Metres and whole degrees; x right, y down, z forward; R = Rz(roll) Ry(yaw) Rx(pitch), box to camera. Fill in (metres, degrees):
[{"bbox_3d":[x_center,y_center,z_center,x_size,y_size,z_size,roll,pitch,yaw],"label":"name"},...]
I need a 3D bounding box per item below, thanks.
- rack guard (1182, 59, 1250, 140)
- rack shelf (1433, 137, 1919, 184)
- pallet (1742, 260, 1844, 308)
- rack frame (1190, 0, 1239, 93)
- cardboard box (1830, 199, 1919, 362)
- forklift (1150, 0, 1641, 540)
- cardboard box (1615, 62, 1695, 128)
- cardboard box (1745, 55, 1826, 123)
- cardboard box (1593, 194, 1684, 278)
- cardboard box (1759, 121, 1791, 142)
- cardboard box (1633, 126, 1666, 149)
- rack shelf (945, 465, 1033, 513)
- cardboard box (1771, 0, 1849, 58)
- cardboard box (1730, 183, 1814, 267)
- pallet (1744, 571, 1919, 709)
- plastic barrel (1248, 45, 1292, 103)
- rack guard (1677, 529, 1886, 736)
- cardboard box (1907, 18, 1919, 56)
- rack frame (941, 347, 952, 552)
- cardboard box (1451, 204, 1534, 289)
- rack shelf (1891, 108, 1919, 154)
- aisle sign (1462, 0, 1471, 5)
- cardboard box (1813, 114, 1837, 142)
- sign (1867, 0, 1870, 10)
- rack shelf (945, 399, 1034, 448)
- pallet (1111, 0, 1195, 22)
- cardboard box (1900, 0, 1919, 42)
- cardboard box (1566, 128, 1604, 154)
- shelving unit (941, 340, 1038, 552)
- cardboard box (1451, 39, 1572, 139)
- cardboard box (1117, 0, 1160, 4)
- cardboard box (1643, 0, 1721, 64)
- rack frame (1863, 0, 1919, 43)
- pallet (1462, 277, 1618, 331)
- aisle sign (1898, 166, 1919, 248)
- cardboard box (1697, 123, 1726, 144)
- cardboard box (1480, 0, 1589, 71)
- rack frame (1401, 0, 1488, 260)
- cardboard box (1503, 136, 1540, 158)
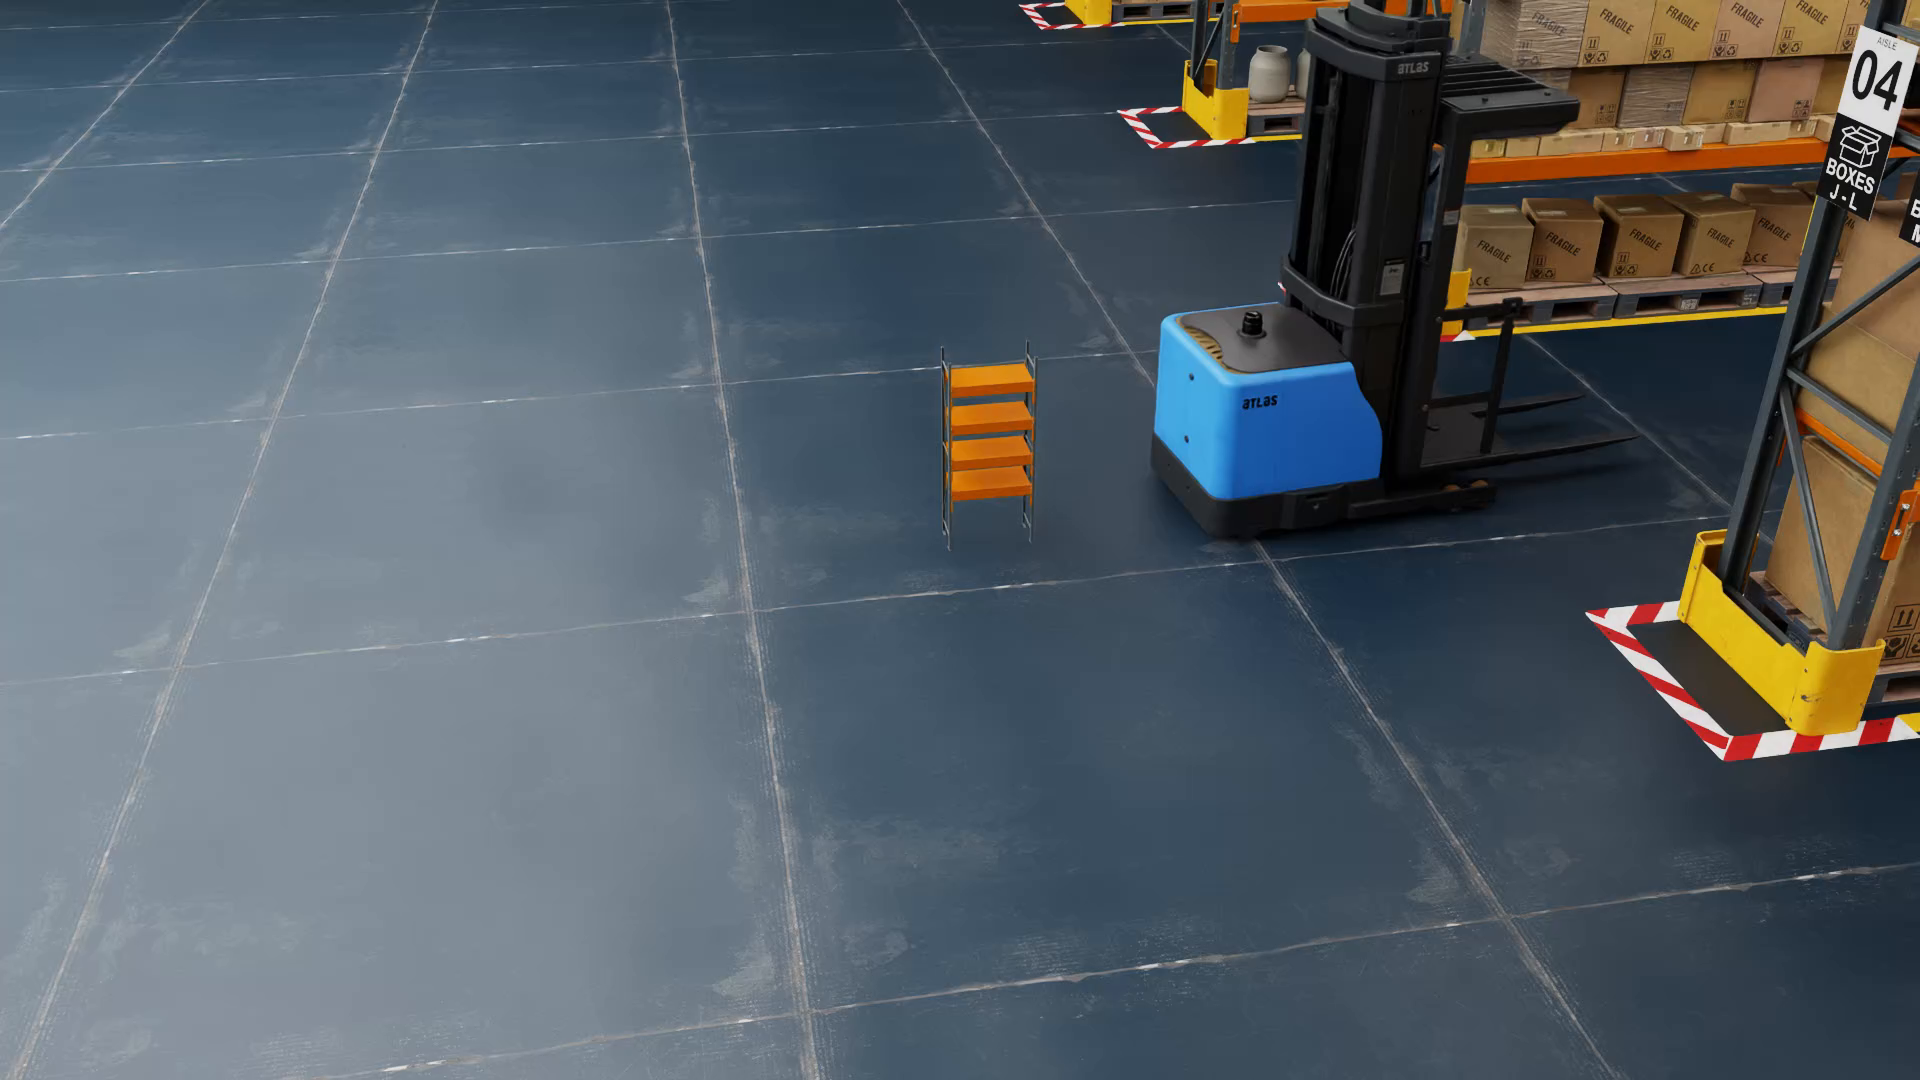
[{"bbox_3d":[2.616,-4.531,17.077,0.348,0.500,1.175,-5,31,-9],"label":"rack guard"},{"bbox_3d":[5.409,-2.981,12.685,4.000,0.370,1.077,-5,31,-9],"label":"rack shelf"},{"bbox_3d":[6.722,-2.193,13.386,1.213,0.211,1.003,-5,31,-9],"label":"pallet"},{"bbox_3d":[2.549,-5.578,16.392,0.127,3.000,1.000,-5,31,-9],"label":"rack frame"},{"bbox_3d":[4.607,-1.171,7.684,0.550,0.550,0.875,-5,31,-9],"label":"cardboard box"},{"bbox_3d":[2.778,-1.680,9.830,3.031,2.935,1.130,-9,32,-14],"label":"forklift"},{"bbox_3d":[4.957,-3.446,12.374,0.500,0.500,0.875,-5,31,-9],"label":"cardboard box"},{"bbox_3d":[5.950,-3.511,12.484,0.500,0.500,0.875,-5,31,-9],"label":"cardboard box"},{"bbox_3d":[5.260,-2.380,13.005,0.500,0.500,0.500,-3,31,-4],"label":"cardboard box"},{"bbox_3d":[5.979,-3.110,12.442,0.250,0.149,0.380,-5,31,-9],"label":"cardboard box"},{"bbox_3d":[4.993,-3.025,12.298,0.250,0.149,0.380,-5,31,-9],"label":"cardboard box"},{"bbox_3d":[0.163,-0.303,9.721,0.480,0.148,0.258,-5,31,-9],"label":"rack shelf"},{"bbox_3d":[5.999,-3.807,12.000,0.500,0.500,0.500,-5,31,-9],"label":"cardboard box"},{"bbox_3d":[6.413,-2.505,13.217,0.500,0.500,0.500,4,31,7],"label":"cardboard box"},{"bbox_3d":[5.008,0.464,8.868,1.213,0.211,1.003,-5,31,-9],"label":"pallet"},{"bbox_3d":[3.183,-4.785,17.083,0.421,0.512,0.421,0,30,0],"label":"plastic barrel"},{"bbox_3d":[4.212,0.453,8.601,0.348,0.500,1.175,-5,31,-9],"label":"rack guard"},{"bbox_3d":[4.501,-2.235,7.481,0.250,0.149,0.380,-5,31,-9],"label":"cardboard box"},{"bbox_3d":[-0.077,-0.510,9.548,0.015,1.200,0.240,-5,31,-9],"label":"rack frame"},{"bbox_3d":[4.059,-2.261,12.802,0.500,0.500,0.500,0,30,0],"label":"cardboard box"},{"bbox_3d":[6.203,-1.792,7.703,4.000,0.370,1.077,-5,31,-9],"label":"rack shelf"},{"bbox_3d":[3.435,-4.074,11.269,0.004,0.787,0.394,-5,31,-9],"label":"aisle sign"},{"bbox_3d":[6.487,-3.110,12.442,0.250,0.149,0.380,-5,31,-9],"label":"cardboard box"},{"bbox_3d":[4.151,-2.539,7.468,0.005,0.325,0.100,-5,31,-9],"label":"sign"},{"bbox_3d":[0.163,-0.667,9.507,0.480,0.148,0.258,-5,31,-9],"label":"rack shelf"},{"bbox_3d":[2.406,-6.937,21.453,1.213,0.211,1.003,-5,31,-9],"label":"pallet"},{"bbox_3d":[6.983,-3.898,12.156,0.500,0.500,0.500,-5,31,-9],"label":"cardboard box"},{"bbox_3d":[4.505,-2.969,12.203,0.250,0.149,0.380,-5,31,-9],"label":"cardboard box"},{"bbox_3d":[0.163,-0.532,9.586,0.503,1.200,0.258,-5,31,-9],"label":"shelving unit"},{"bbox_3d":[3.987,-3.317,12.153,0.500,0.500,0.875,-5,31,-9],"label":"cardboard box"},{"bbox_3d":[2.228,-6.982,21.078,0.500,0.250,0.500,-5,31,-9],"label":"cardboard box"},{"bbox_3d":[5.016,-3.714,11.843,0.500,0.500,0.500,-5,31,-9],"label":"cardboard box"},{"bbox_3d":[4.235,-3.213,6.450,0.127,3.000,1.000,-5,31,-9],"label":"rack frame"},{"bbox_3d":[4.322,-1.970,13.007,1.213,0.211,1.003,-5,31,-9],"label":"pallet"},{"bbox_3d":[4.220,-1.591,7.046,0.004,0.787,0.394,-5,31,-9],"label":"aisle sign"},{"bbox_3d":[5.480,-3.085,12.400,0.250,0.149,0.380,-5,31,-9],"label":"cardboard box"},{"bbox_3d":[4.032,-3.625,11.692,0.500,0.500,0.500,-5,31,-9],"label":"cardboard box"},{"bbox_3d":[3.441,-3.109,12.192,0.127,3.000,1.000,-5,31,-9],"label":"rack frame"},{"bbox_3d":[4.014,-2.921,12.120,0.250,0.149,0.380,-5,31,-9],"label":"cardboard box"}]
